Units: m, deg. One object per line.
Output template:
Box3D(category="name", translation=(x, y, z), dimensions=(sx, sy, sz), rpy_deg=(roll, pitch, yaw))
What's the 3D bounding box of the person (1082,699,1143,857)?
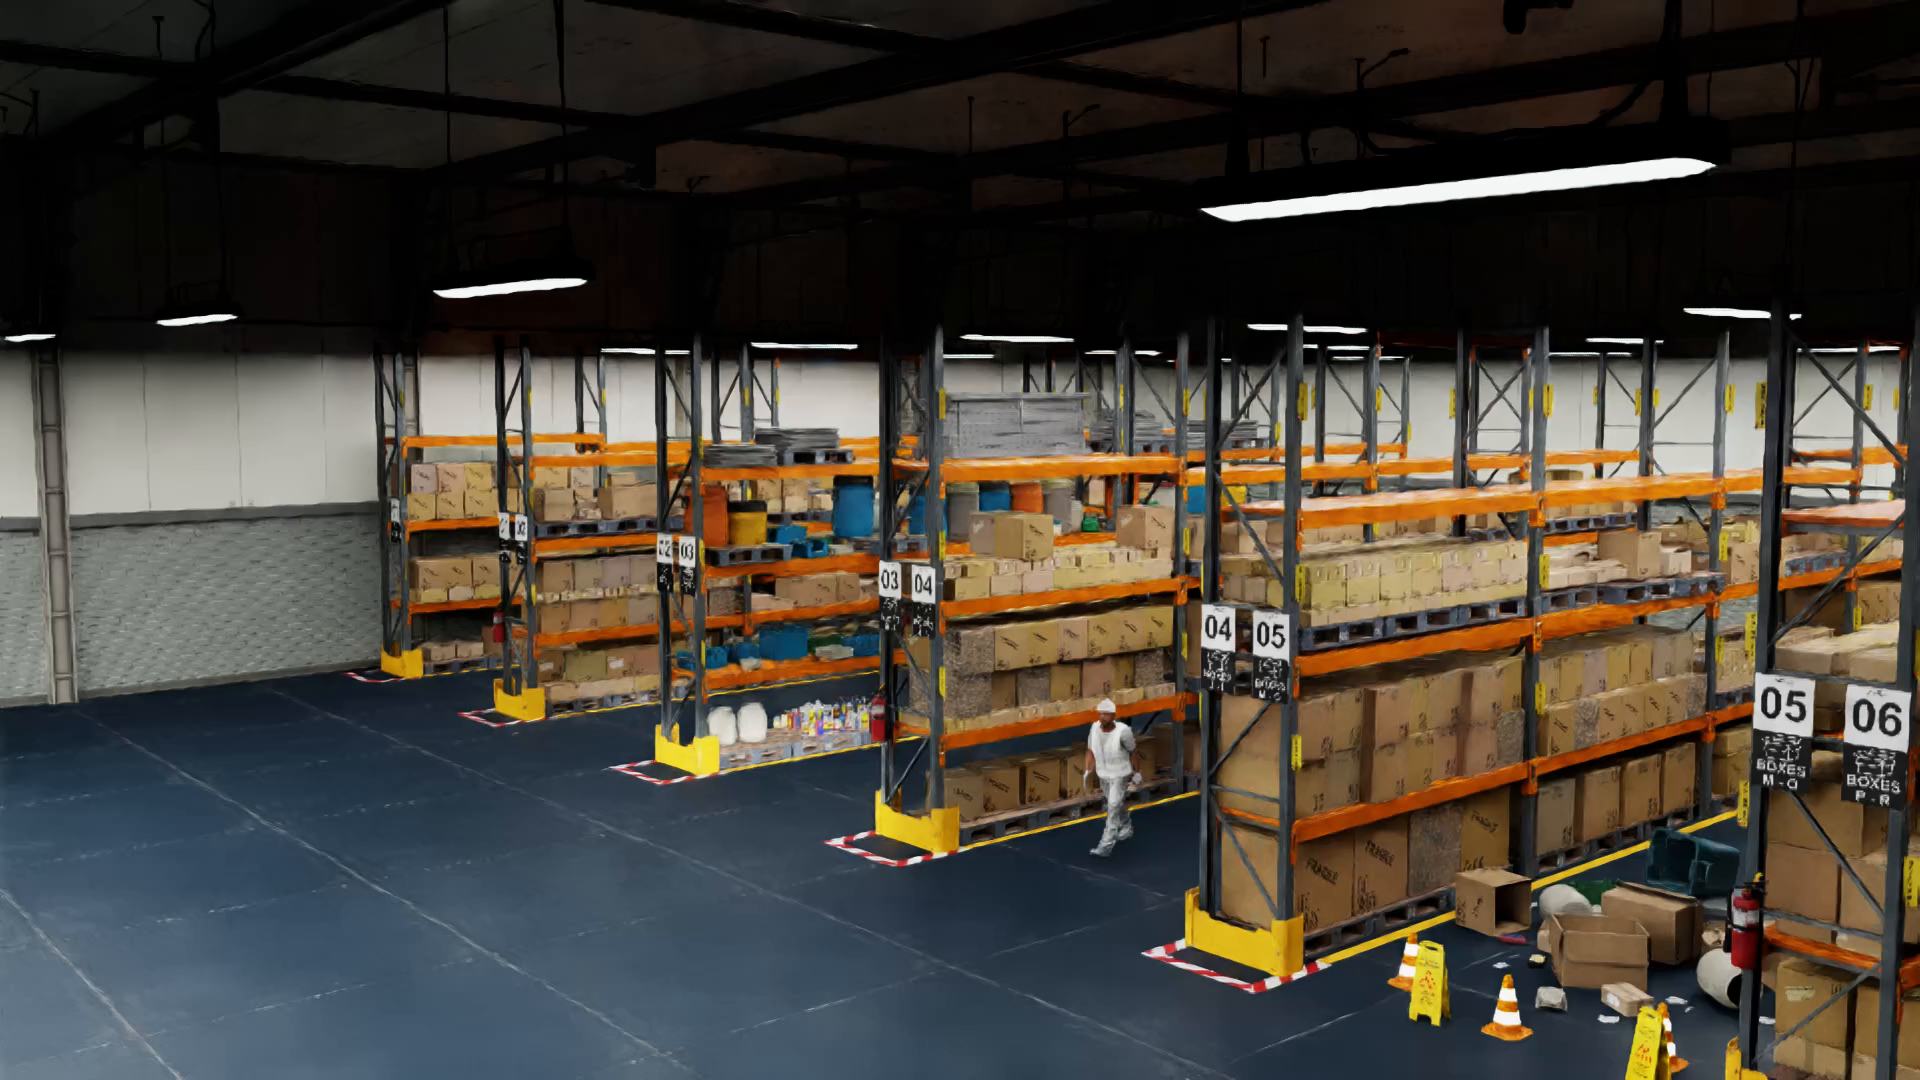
Box3D(category="person", translation=(1.675, 2.611, 18.555), dimensions=(0.580, 1.706, 1.096), rpy_deg=(4, 7, 40))
